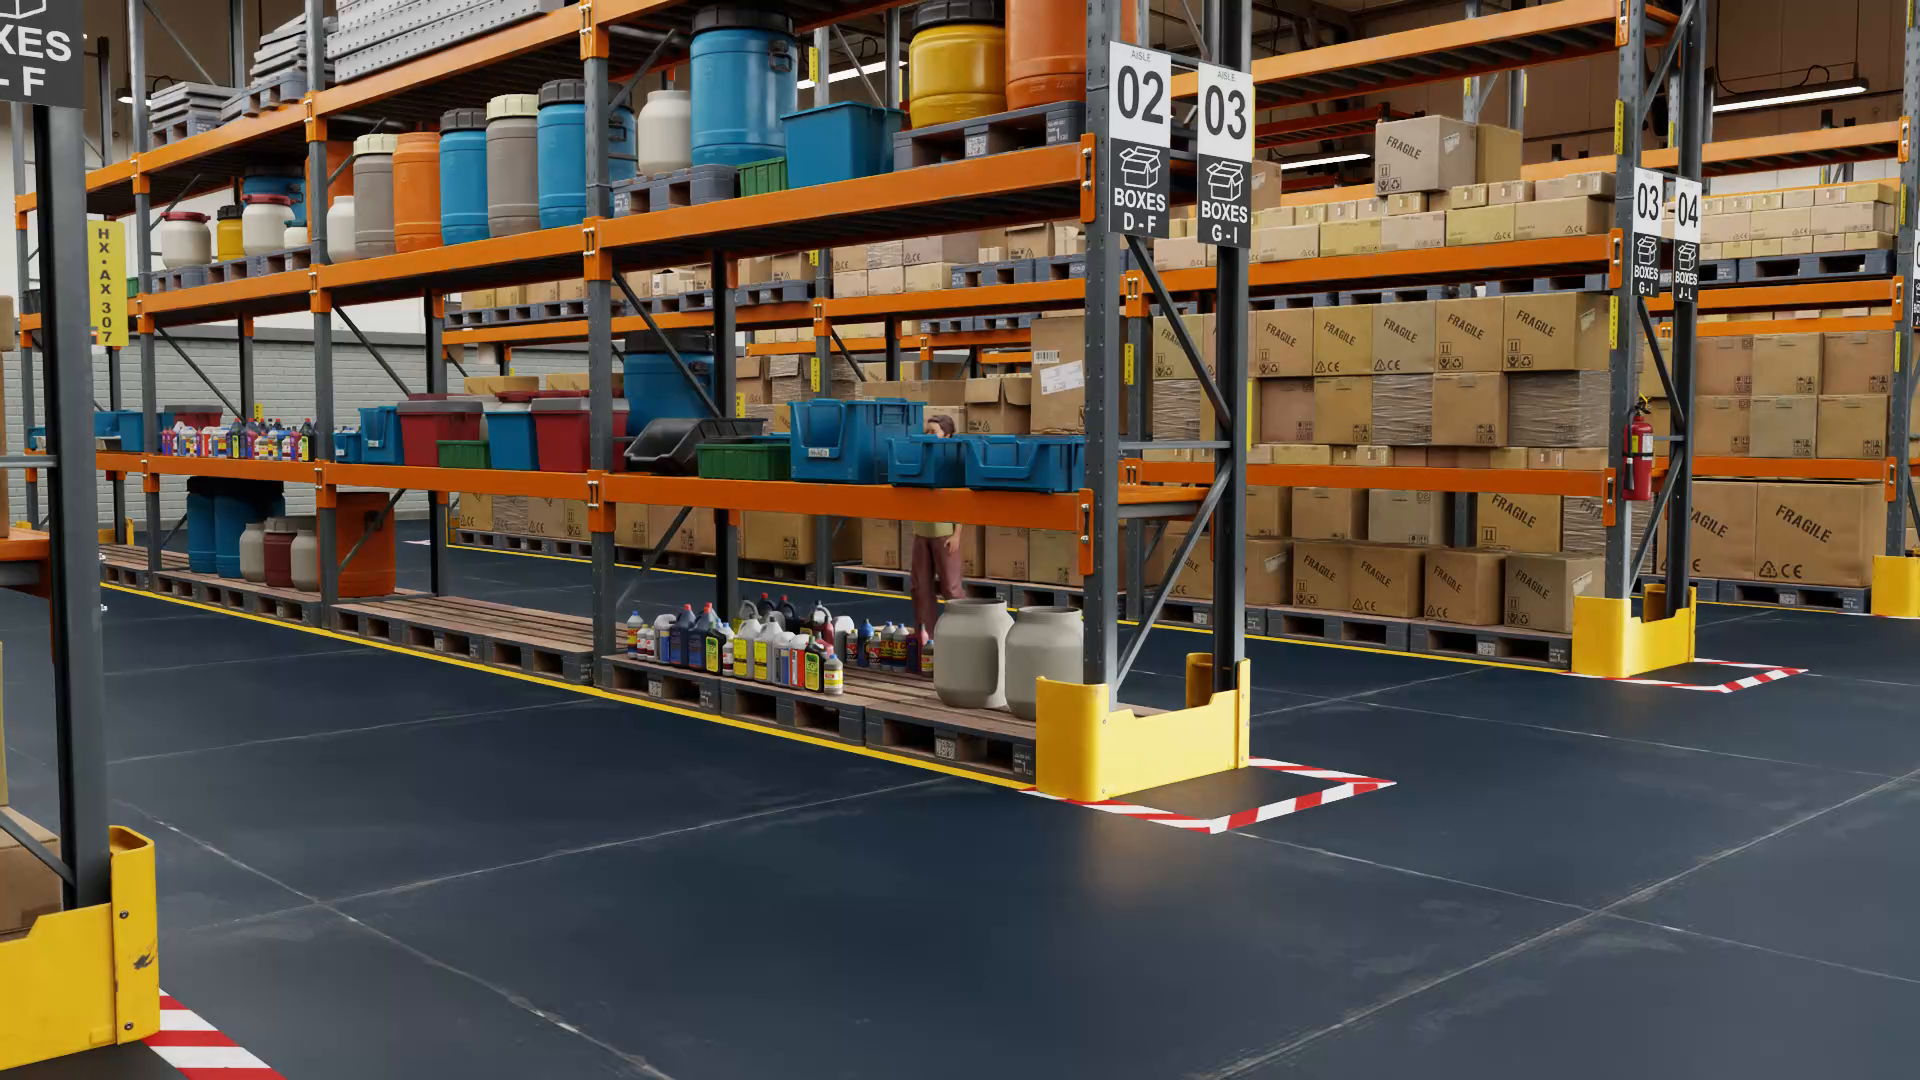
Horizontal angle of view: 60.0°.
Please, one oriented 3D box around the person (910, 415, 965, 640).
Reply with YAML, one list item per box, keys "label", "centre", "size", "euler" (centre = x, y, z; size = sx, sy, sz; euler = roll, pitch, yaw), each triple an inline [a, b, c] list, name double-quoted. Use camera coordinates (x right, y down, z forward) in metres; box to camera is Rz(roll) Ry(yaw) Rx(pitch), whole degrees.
- label: "person"
  centre: [-0.145, 0.003, 11.322]
  size: [0.401, 1.709, 0.443]
  euler: [-4, 5, -42]
